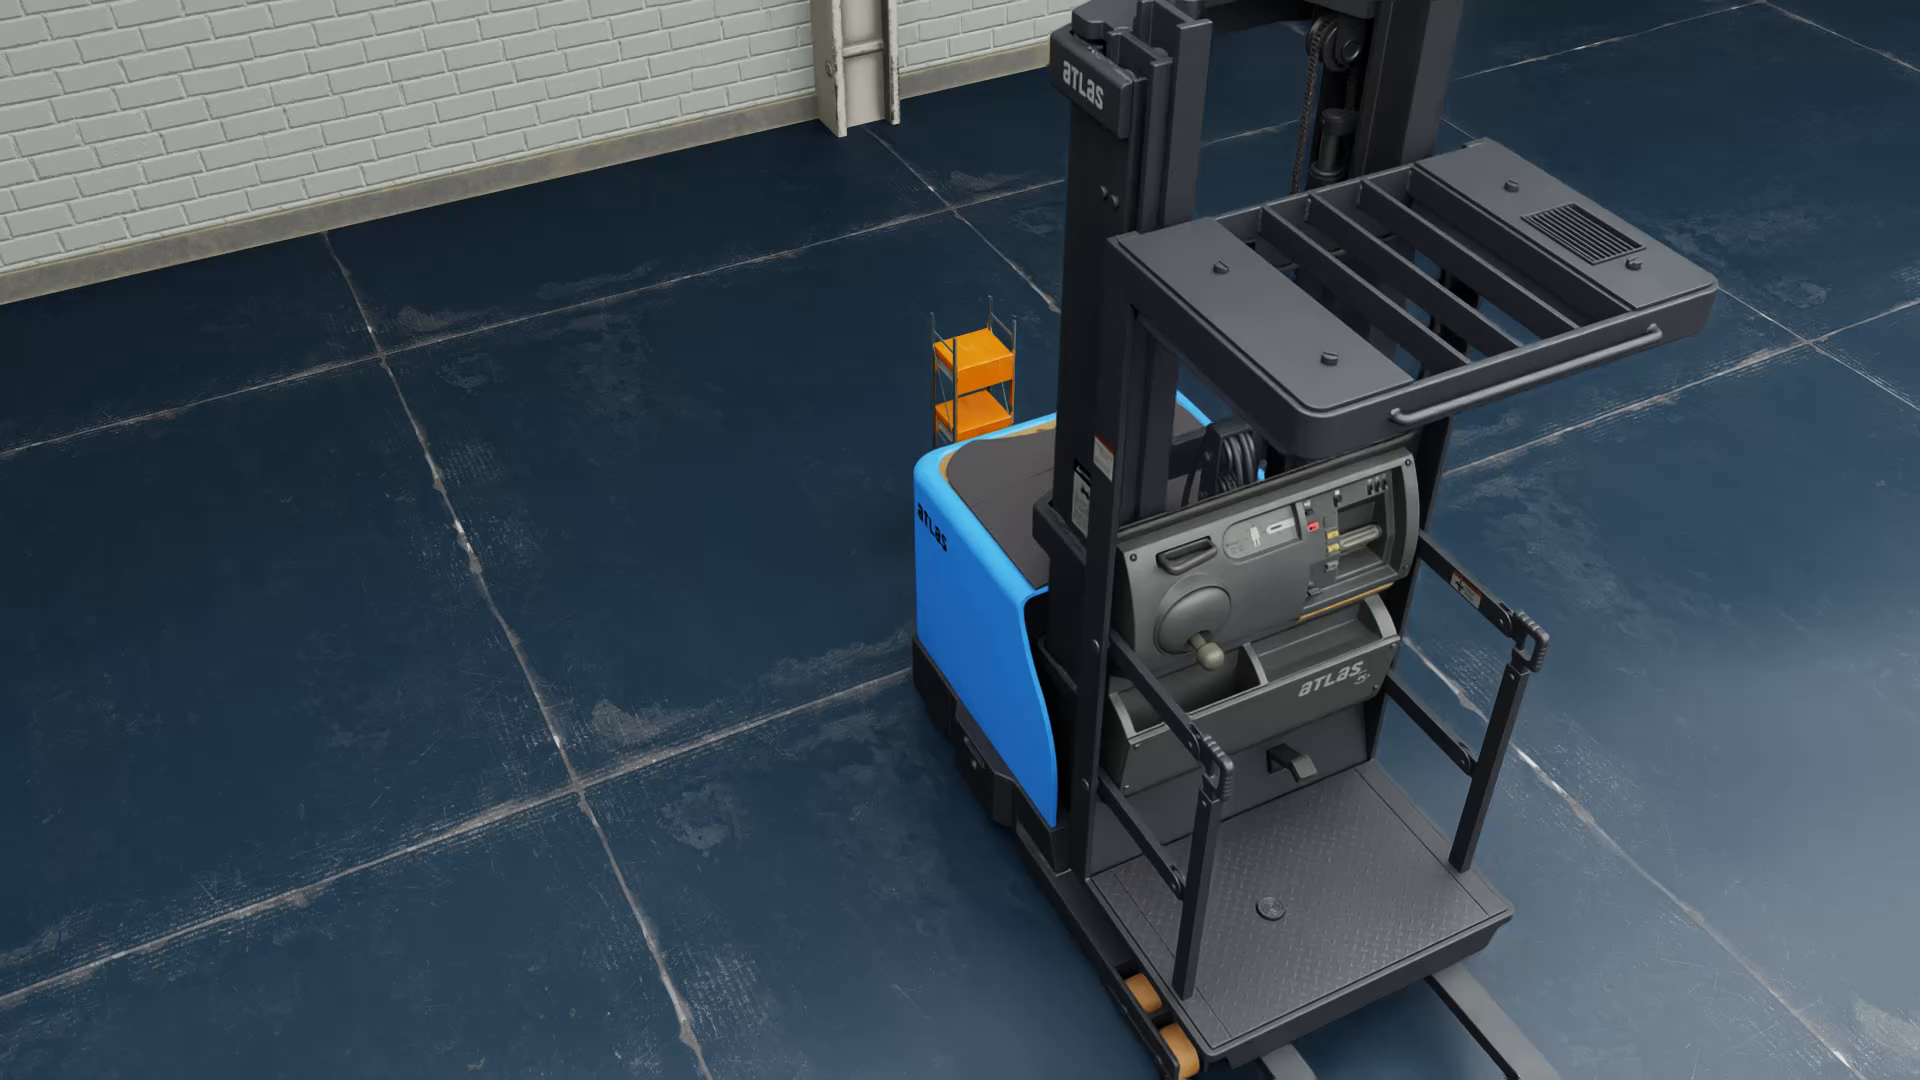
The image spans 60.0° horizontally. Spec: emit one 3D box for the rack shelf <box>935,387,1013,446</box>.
[{"bbox_3d":[0.047,-0.409,6.437,0.240,0.259,0.215,-19,44,-21],"label":"rack shelf"}]

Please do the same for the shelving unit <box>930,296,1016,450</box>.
[{"bbox_3d":[0.047,-0.417,6.430,0.252,1.050,0.215,-19,44,-21],"label":"shelving unit"}]

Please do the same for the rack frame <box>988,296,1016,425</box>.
[{"bbox_3d":[0.156,-0.453,6.473,0.008,1.050,0.200,-19,44,-21],"label":"rack frame"}]

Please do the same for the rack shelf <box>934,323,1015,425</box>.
[{"bbox_3d":[0.047,-0.625,6.253,0.240,0.259,0.215,-19,44,-21],"label":"rack shelf"}]

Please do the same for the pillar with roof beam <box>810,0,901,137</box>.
[{"bbox_3d":[1.401,-3.404,3.806,0.400,9.000,9.100,-19,44,-21],"label":"pillar with roof beam"}]

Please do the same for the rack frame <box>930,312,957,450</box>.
[{"bbox_3d":[-0.061,-0.380,6.387,0.008,1.050,0.200,-19,44,-21],"label":"rack frame"}]

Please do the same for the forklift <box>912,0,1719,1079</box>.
[{"bbox_3d":[0.946,0.133,4.325,1.130,2.935,3.031,-18,43,-20],"label":"forklift"}]
